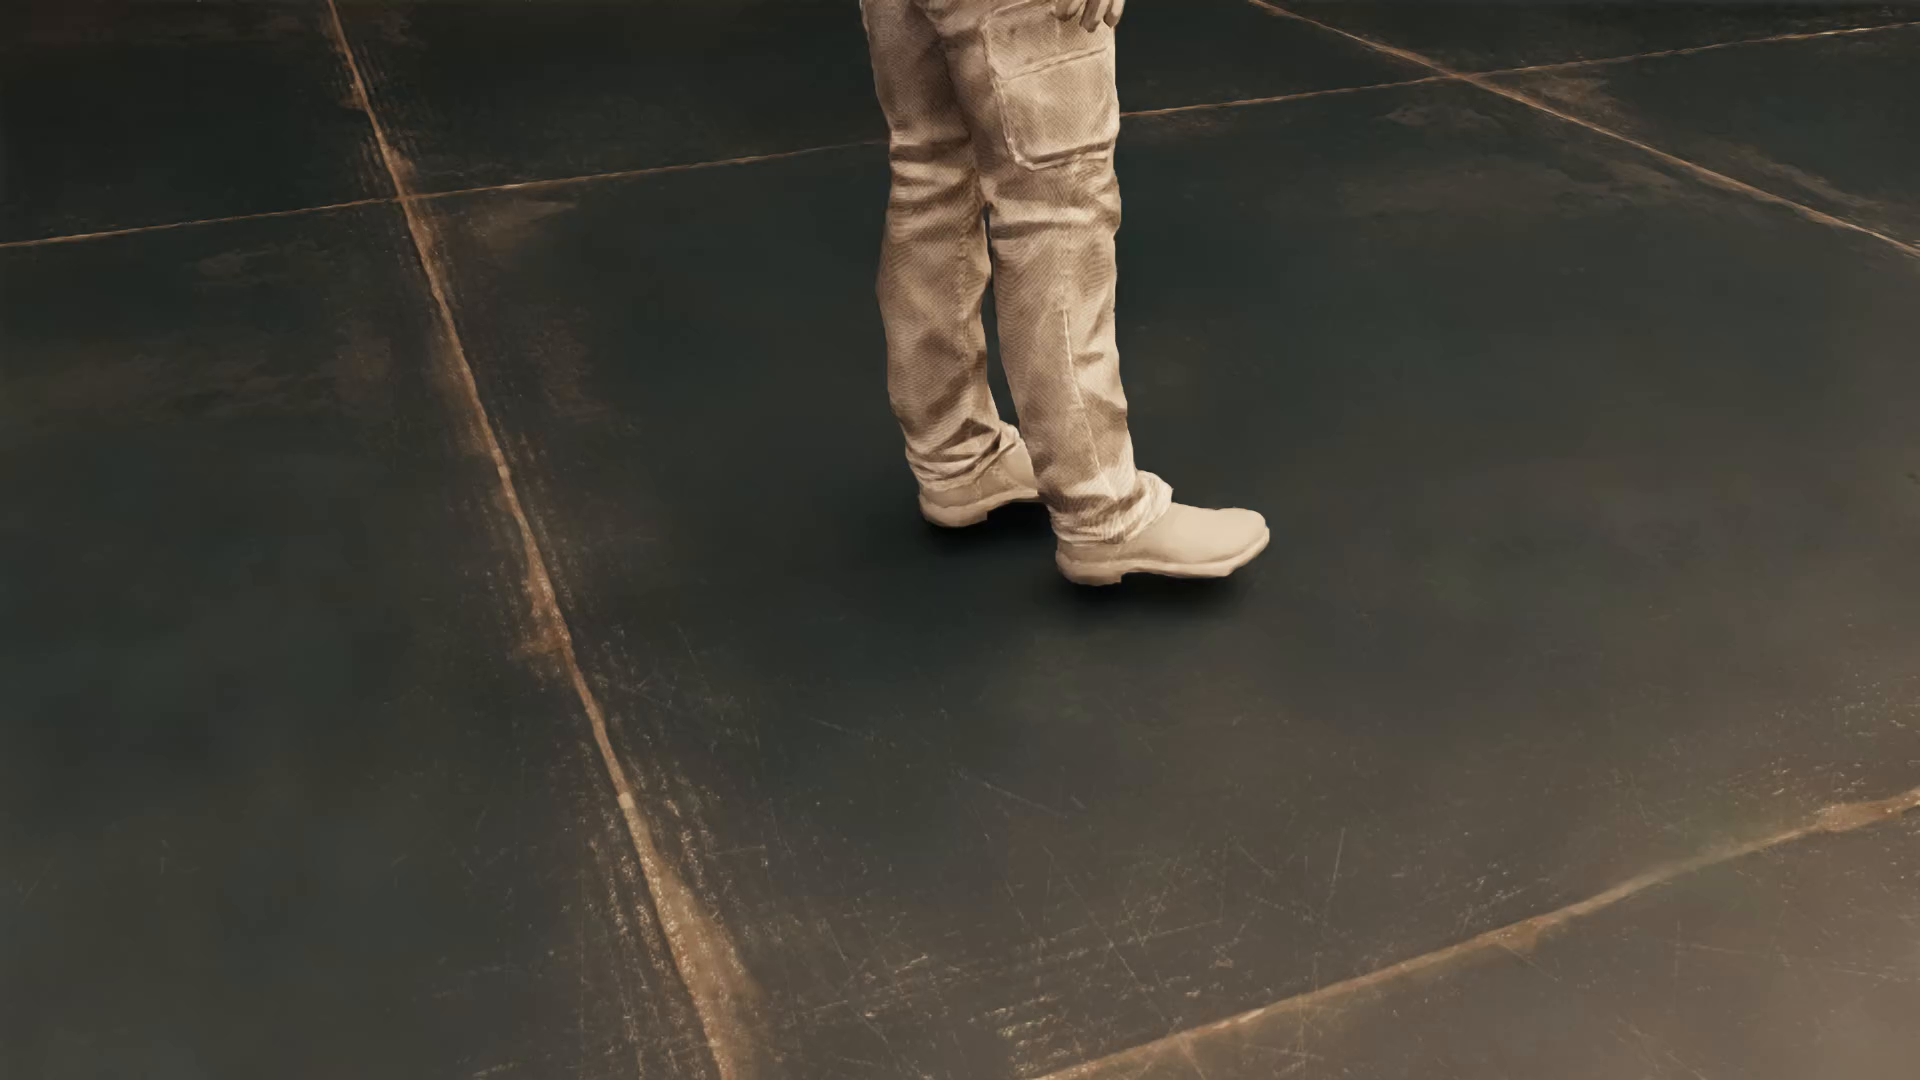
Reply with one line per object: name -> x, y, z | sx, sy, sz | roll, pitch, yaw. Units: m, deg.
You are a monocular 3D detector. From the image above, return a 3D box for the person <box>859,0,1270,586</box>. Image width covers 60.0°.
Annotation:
person -> 0.070, -0.823, 2.054 | 0.576, 1.777, 0.655 | -11, 32, -19
